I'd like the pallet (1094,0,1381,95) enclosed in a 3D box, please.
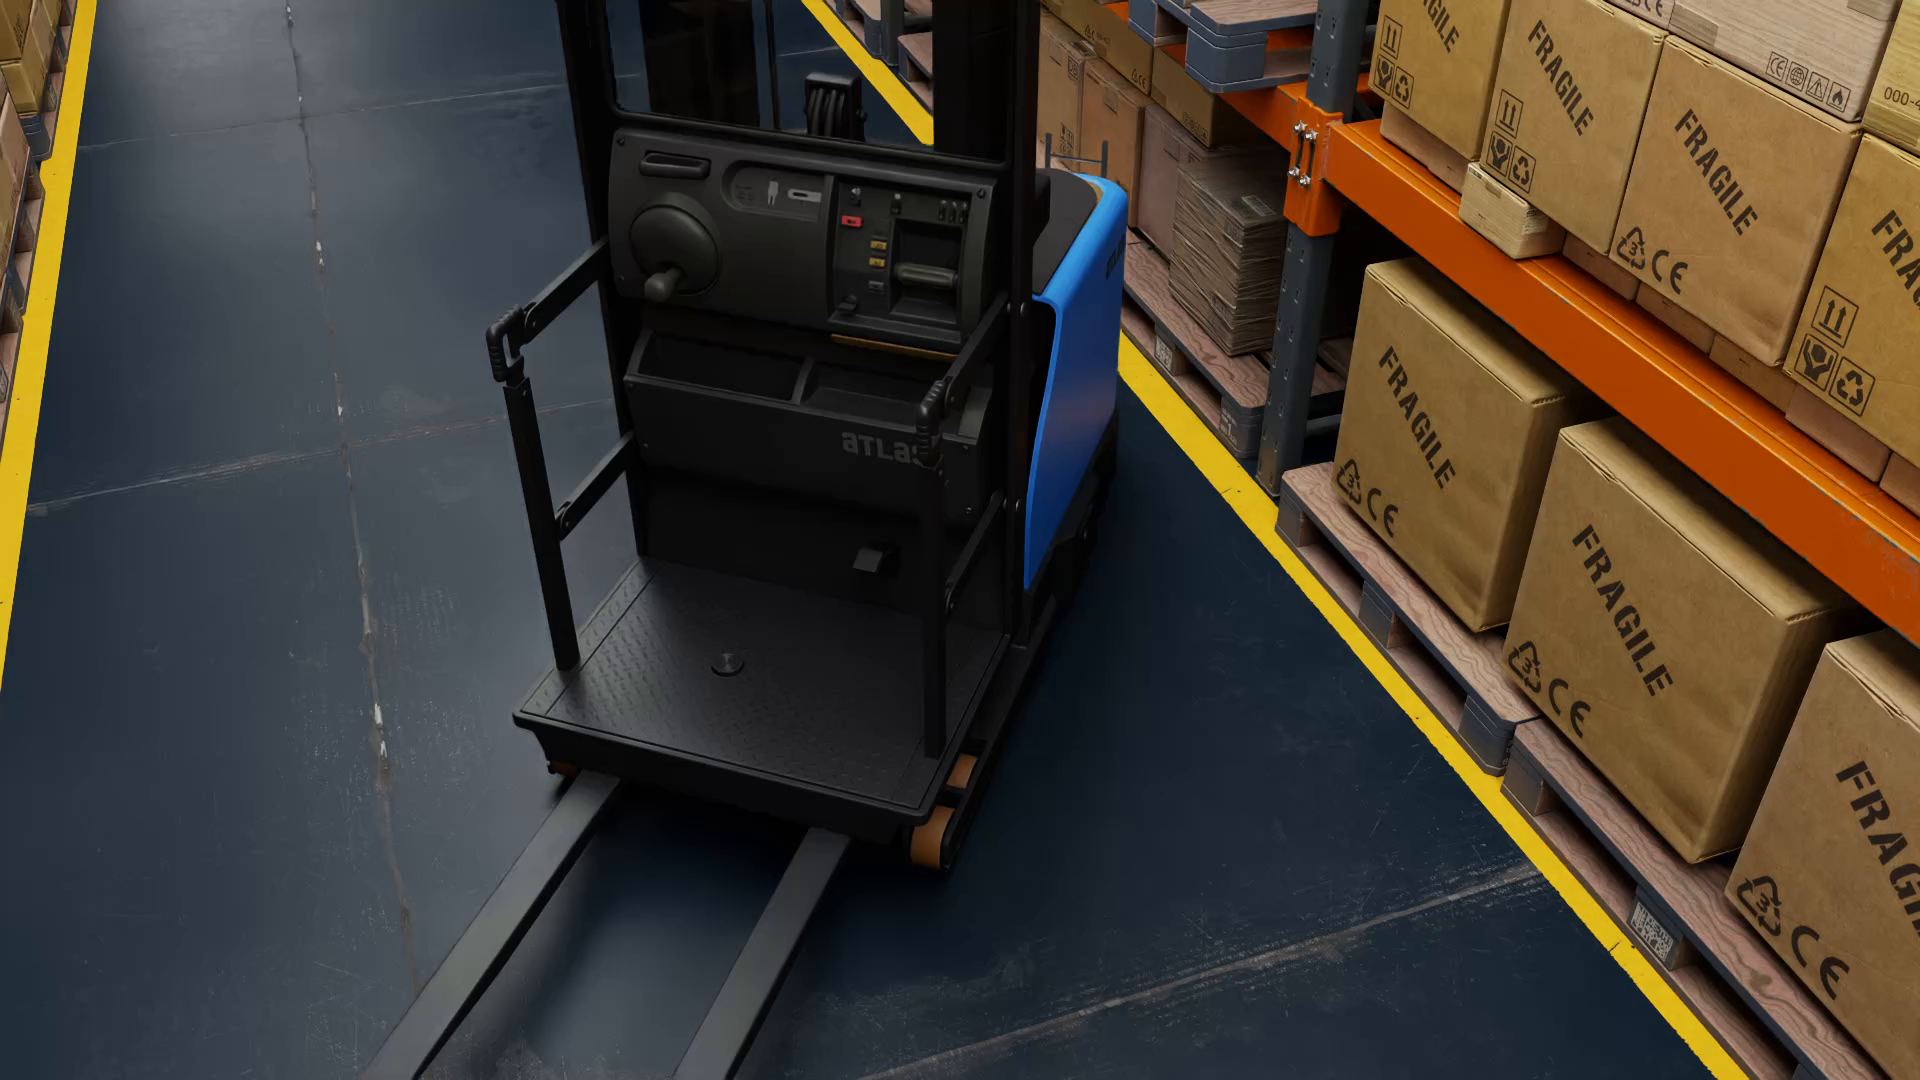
[{"bbox_3d":[1.123,-1.770,5.266,1.213,0.211,1.003,-12,39,-16],"label":"pallet"}]

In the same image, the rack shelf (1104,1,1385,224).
[{"bbox_3d":[0.780,-2.308,6.419,1.077,0.370,4.000,-12,39,-16],"label":"rack shelf"}]

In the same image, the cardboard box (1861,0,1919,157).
[{"bbox_3d":[1.925,-0.750,2.782,0.500,0.250,0.500,-13,39,-17],"label":"cardboard box"}]

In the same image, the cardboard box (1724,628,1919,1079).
[{"bbox_3d":[2.190,0.643,3.341,0.750,0.750,0.750,-11,38,-15],"label":"cardboard box"}]

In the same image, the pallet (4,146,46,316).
[{"bbox_3d":[-4.268,-1.176,6.635,1.003,0.211,1.213,-12,39,-16],"label":"pallet"}]

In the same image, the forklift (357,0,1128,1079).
[{"bbox_3d":[-0.444,-0.624,3.642,1.130,2.935,3.031,11,38,15],"label":"forklift"}]

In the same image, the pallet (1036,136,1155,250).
[{"bbox_3d":[0.784,-1.482,7.042,1.003,0.211,1.213,-12,39,-16],"label":"pallet"}]

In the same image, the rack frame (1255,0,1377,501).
[{"bbox_3d":[1.468,-1.466,4.703,1.000,3.000,0.127,-12,39,-16],"label":"rack frame"}]

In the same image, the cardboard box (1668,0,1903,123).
[{"bbox_3d":[1.744,-1.037,3.163,0.500,0.250,0.500,-12,39,-16],"label":"cardboard box"}]

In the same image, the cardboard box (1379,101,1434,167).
[{"bbox_3d":[1.364,-1.139,4.462,0.380,0.149,0.250,-13,39,-17],"label":"cardboard box"}]

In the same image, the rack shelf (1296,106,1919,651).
[{"bbox_3d":[2.156,-0.048,3.419,1.077,0.370,4.000,-12,39,-16],"label":"rack shelf"}]

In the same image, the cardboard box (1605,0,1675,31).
[{"bbox_3d":[1.568,-1.319,3.537,0.500,0.250,0.500,-13,39,-17],"label":"cardboard box"}]

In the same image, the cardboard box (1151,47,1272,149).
[{"bbox_3d":[1.034,-1.673,6.067,0.500,0.250,0.500,-12,39,-15],"label":"cardboard box"}]

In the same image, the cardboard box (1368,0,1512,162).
[{"bbox_3d":[1.395,-1.305,4.142,0.500,0.500,0.500,-11,38,-15],"label":"cardboard box"}]

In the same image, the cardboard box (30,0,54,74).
[{"bbox_3d":[-4.600,-2.375,7.847,0.500,0.250,0.500,-12,39,-16],"label":"cardboard box"}]

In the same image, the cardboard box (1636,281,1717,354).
[{"bbox_3d":[1.754,-0.566,3.701,0.380,0.149,0.250,-12,39,-15],"label":"cardboard box"}]

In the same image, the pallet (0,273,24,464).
[{"bbox_3d":[-3.845,-0.485,5.719,1.003,0.211,1.213,-12,39,-16],"label":"pallet"}]

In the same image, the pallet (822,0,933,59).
[{"bbox_3d":[-0.173,-2.984,9.035,1.003,0.211,1.213,-12,39,-16],"label":"pallet"}]

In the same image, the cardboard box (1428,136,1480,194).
[{"bbox_3d":[1.442,-0.995,4.270,0.380,0.149,0.250,-12,39,-15],"label":"cardboard box"}]

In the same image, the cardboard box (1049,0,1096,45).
[{"bbox_3d":[0.698,-2.248,6.831,0.500,0.250,0.500,-14,39,-17],"label":"cardboard box"}]

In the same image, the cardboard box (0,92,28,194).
[{"bbox_3d":[-4.143,-1.593,6.808,0.500,0.250,0.500,-13,39,-16],"label":"cardboard box"}]

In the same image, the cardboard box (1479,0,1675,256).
[{"bbox_3d":[1.566,-1.007,3.747,0.500,0.500,0.500,-11,38,-14],"label":"cardboard box"}]

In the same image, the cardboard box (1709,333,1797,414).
[{"bbox_3d":[1.833,-0.418,3.504,0.380,0.149,0.250,-12,39,-15],"label":"cardboard box"}]

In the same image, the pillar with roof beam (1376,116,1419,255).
[{"bbox_3d":[-2.209,-3.884,2.927,9.100,9.000,0.400,-12,39,-16],"label":"pillar with roof beam"}]

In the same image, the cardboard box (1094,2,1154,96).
[{"bbox_3d":[0.852,-1.963,6.451,0.500,0.250,0.500,-13,39,-16],"label":"cardboard box"}]

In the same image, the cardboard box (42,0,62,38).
[{"bbox_3d":[-4.768,-2.659,8.223,0.500,0.250,0.500,-12,39,-16],"label":"cardboard box"}]

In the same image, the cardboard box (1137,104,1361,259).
[{"bbox_3d":[1.103,-1.354,6.266,0.700,0.500,0.500,-13,39,-16],"label":"cardboard box"}]

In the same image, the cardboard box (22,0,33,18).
[{"bbox_3d":[-4.603,-2.674,7.620,0.500,0.500,0.500,-12,39,-16],"label":"cardboard box"}]

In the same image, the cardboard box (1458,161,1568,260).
[{"bbox_3d":[1.454,-0.828,4.048,0.380,0.149,0.250,-11,38,-15],"label":"cardboard box"}]

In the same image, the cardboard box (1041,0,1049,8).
[{"bbox_3d":[0.515,-2.542,7.220,0.500,0.250,0.500,-13,39,-17],"label":"cardboard box"}]

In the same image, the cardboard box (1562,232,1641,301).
[{"bbox_3d":[1.657,-0.711,3.893,0.380,0.149,0.250,-13,39,-16],"label":"cardboard box"}]

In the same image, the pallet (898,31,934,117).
[{"bbox_3d":[0.361,-2.172,7.958,1.003,0.211,1.213,-12,39,-16],"label":"pallet"}]

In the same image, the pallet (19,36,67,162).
[{"bbox_3d":[-4.793,-2.042,7.785,1.003,0.211,1.213,-12,39,-16],"label":"pallet"}]

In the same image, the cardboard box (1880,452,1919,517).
[{"bbox_3d":[1.986,-0.125,3.115,0.380,0.149,0.250,-11,38,-15],"label":"cardboard box"}]

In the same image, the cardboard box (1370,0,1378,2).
[{"bbox_3d":[1.297,-1.945,4.890,0.700,0.500,0.500,-17,40,-21],"label":"cardboard box"}]

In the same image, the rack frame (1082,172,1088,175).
[{"bbox_3d":[0.286,-0.694,5.298,0.200,1.050,0.008,11,38,15],"label":"rack frame"}]

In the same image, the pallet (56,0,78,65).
[{"bbox_3d":[-5.216,-2.732,8.701,1.003,0.211,1.213,-12,39,-16],"label":"pallet"}]

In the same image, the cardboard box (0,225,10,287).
[{"bbox_3d":[-3.795,-1.018,6.044,0.500,0.250,0.500,-12,39,-15],"label":"cardboard box"}]

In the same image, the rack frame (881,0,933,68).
[{"bbox_3d":[0.092,-3.725,7.703,1.000,3.000,0.127,-12,39,-16],"label":"rack frame"}]

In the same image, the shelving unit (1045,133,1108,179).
[{"bbox_3d":[0.325,-0.763,5.391,0.215,1.050,0.252,11,38,15],"label":"shelving unit"}]

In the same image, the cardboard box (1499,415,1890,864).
[{"bbox_3d":[1.893,0.164,3.977,0.750,0.750,0.750,-13,39,-16],"label":"cardboard box"}]

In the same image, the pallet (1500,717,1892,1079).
[{"bbox_3d":[2.085,0.797,4.016,1.003,0.211,1.213,-12,39,-16],"label":"pallet"}]

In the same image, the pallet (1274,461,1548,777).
[{"bbox_3d":[1.669,0.109,4.930,1.003,0.211,1.213,-12,39,-16],"label":"pallet"}]

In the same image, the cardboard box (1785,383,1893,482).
[{"bbox_3d":[1.902,-0.275,3.314,0.380,0.149,0.250,-12,39,-16],"label":"cardboard box"}]

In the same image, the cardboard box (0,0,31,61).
[{"bbox_3d":[-4.424,-2.393,7.247,0.500,0.500,0.500,-12,39,-16],"label":"cardboard box"}]

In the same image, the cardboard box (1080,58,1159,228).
[{"bbox_3d":[0.906,-1.629,6.631,0.700,0.500,0.500,-13,39,-16],"label":"cardboard box"}]

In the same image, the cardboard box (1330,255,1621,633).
[{"bbox_3d":[1.598,-0.332,4.635,0.750,0.750,0.750,-13,39,-17],"label":"cardboard box"}]

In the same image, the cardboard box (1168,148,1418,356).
[{"bbox_3d":[1.171,-1.039,5.848,0.700,0.500,0.500,-12,39,-15],"label":"cardboard box"}]

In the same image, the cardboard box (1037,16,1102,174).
[{"bbox_3d":[0.723,-1.912,7.007,0.700,0.500,0.500,-12,39,-15],"label":"cardboard box"}]

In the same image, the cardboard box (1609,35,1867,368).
[{"bbox_3d":[1.736,-0.727,3.375,0.500,0.500,0.500,-13,39,-16],"label":"cardboard box"}]

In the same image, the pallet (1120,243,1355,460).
[{"bbox_3d":[1.201,-0.794,6.128,1.003,0.211,1.213,-12,39,-16],"label":"pallet"}]

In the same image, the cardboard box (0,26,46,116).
[{"bbox_3d":[-4.433,-2.092,7.470,0.500,0.250,0.500,-12,39,-16],"label":"cardboard box"}]

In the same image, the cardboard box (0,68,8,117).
[{"bbox_3d":[-4.150,-1.822,6.645,0.500,0.311,0.500,-12,39,-16],"label":"cardboard box"}]

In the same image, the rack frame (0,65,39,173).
[{"bbox_3d":[-4.558,-2.698,6.338,1.000,3.000,0.127,-12,39,-16],"label":"rack frame"}]

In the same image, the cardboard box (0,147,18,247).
[{"bbox_3d":[-3.971,-1.307,6.428,0.500,0.250,0.500,-13,39,-17],"label":"cardboard box"}]

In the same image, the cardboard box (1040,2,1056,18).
[{"bbox_3d":[0.585,-2.209,7.401,0.700,0.500,0.500,-13,39,-17],"label":"cardboard box"}]

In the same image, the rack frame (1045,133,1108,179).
[{"bbox_3d":[0.363,-0.833,5.483,0.200,1.050,0.008,11,38,15],"label":"rack frame"}]

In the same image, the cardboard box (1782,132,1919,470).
[{"bbox_3d":[1.923,-0.434,2.986,0.500,0.500,0.500,-11,38,-15],"label":"cardboard box"}]
